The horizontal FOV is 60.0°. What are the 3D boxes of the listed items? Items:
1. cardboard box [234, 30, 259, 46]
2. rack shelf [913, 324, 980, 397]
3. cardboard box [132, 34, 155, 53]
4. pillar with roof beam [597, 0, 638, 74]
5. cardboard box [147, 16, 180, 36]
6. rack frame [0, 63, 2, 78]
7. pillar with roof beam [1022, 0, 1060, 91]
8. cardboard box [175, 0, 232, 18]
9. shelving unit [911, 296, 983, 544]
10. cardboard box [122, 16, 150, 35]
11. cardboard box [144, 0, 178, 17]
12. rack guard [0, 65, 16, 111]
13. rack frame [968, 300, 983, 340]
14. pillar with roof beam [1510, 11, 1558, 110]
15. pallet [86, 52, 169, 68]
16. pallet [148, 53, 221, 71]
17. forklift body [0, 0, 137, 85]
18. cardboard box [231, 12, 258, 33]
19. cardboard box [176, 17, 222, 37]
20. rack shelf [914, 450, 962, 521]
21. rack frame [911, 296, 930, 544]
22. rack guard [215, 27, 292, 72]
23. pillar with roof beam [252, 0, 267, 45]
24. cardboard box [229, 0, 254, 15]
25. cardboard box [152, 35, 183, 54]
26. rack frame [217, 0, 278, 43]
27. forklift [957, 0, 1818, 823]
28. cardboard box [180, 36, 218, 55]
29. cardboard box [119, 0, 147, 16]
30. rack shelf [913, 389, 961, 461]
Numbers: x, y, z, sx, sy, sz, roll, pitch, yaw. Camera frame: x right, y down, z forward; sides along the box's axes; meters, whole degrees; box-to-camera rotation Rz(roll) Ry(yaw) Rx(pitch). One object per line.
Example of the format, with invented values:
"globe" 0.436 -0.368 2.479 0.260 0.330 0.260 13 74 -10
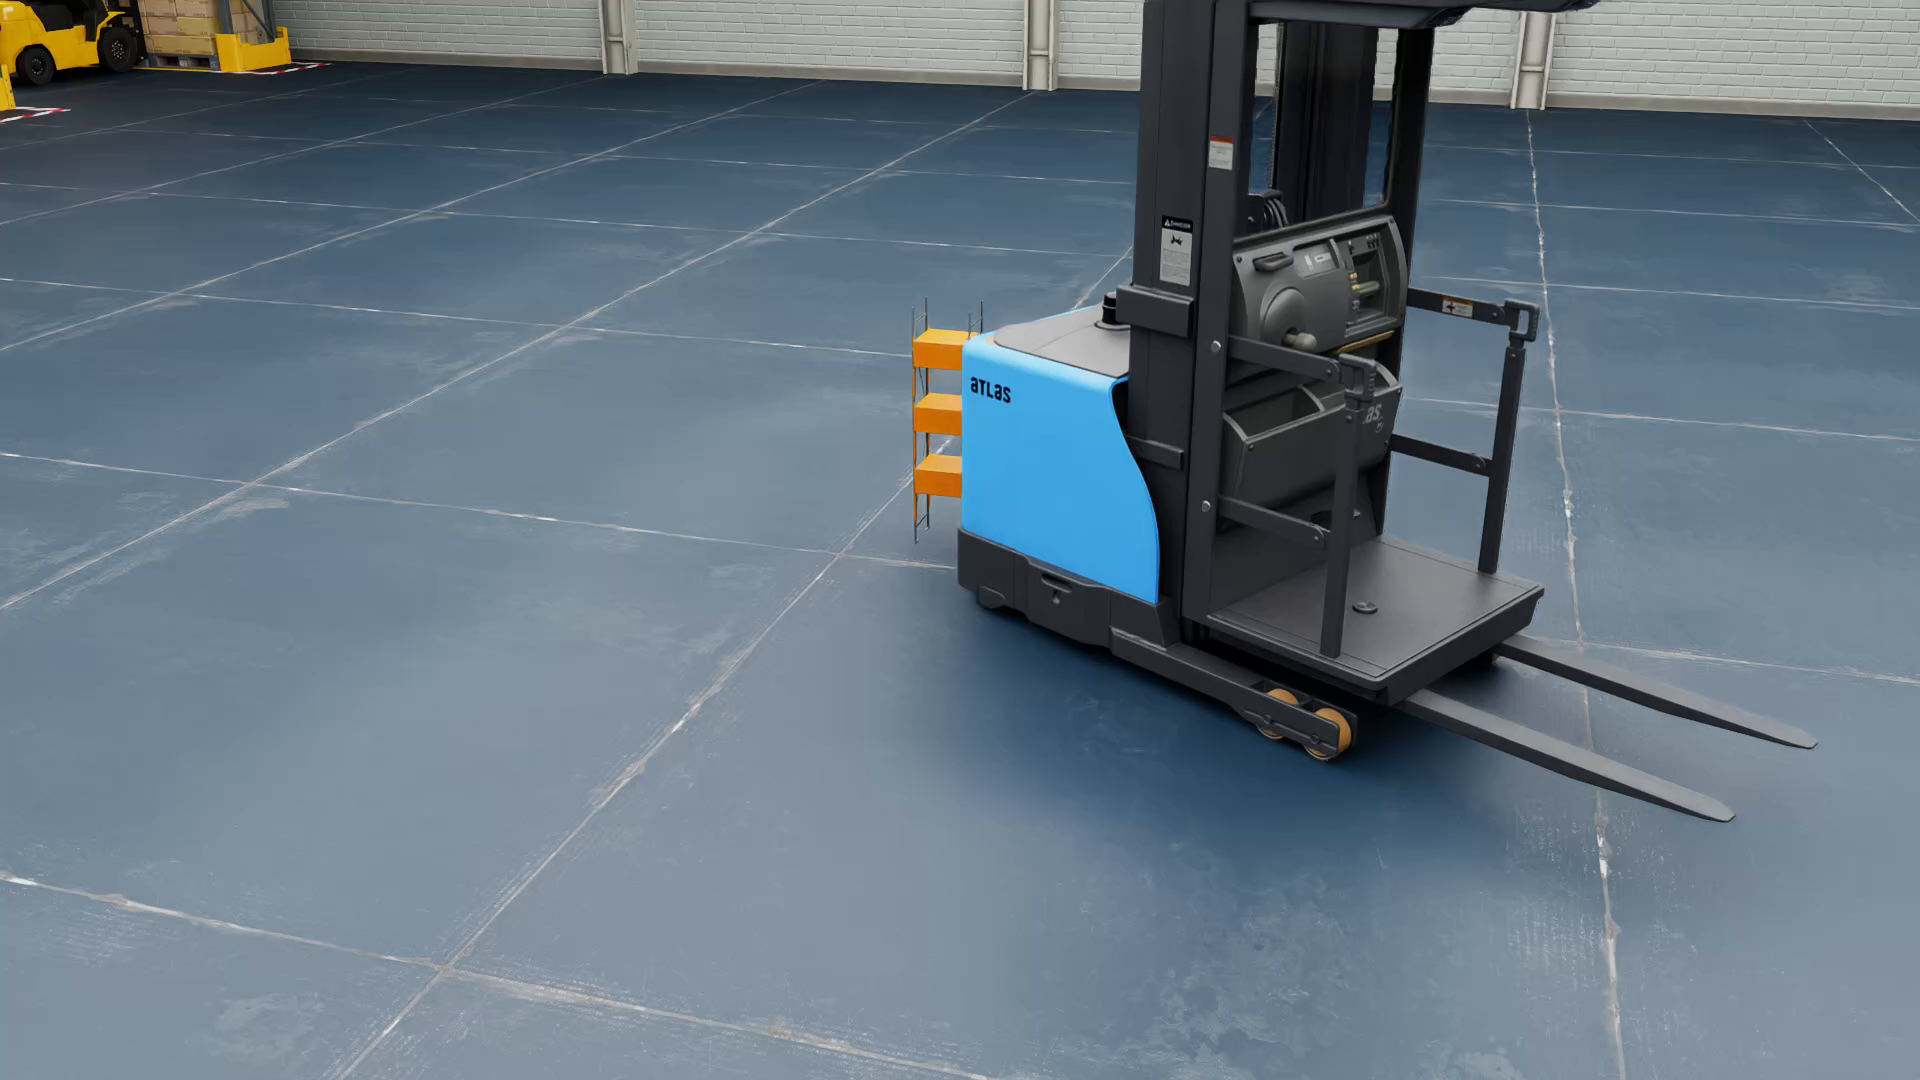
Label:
"cardboard box" -10.458 -7.179 23.889 0.500 0.250 0.500 7 23 16
"rack shelf" -0.051 -0.744 6.981 0.240 0.259 0.215 7 23 16
"cardboard box" -11.535 -7.107 23.713 0.500 0.250 0.500 7 23 16
"pillar with roof beam" -5.950 -9.090 17.572 0.400 9.000 9.100 7 23 16
"cardboard box" -11.077 -7.284 23.487 0.500 0.250 0.500 6 23 15
"rack frame" -11.474 -6.328 18.745 0.127 3.000 1.000 7 23 16
"pillar with roof beam" -0.205 -8.432 15.968 0.400 9.000 9.100 7 23 16
"cardboard box" -10.575 -7.454 23.242 0.500 0.250 0.500 7 23 17
"shelving unit" -0.051 -0.492 7.085 0.252 1.050 0.215 7 23 16
"cardboard box" -11.578 -7.333 23.606 0.500 0.250 0.500 6 23 14
"cardboard box" -11.066 -7.508 23.373 0.500 0.250 0.500 7 23 16
"rack guard" -11.547 -5.180 19.240 0.348 0.500 1.175 7 23 16
"rack frame" 0.066 -0.478 7.052 0.008 1.050 0.200 7 23 16
"pillar with roof beam" 5.539 -7.774 14.365 0.400 9.000 9.100 7 23 16
"pallet" -11.953 -7.045 24.167 1.213 0.211 1.003 7 23 15
"pallet" -10.788 -6.911 23.839 1.213 0.211 1.003 7 23 16
"forklift body" -12.387 -7.284 22.194 1.214 2.155 2.313 7 23 16
"cardboard box" -10.434 -7.413 23.799 0.500 0.250 0.500 7 23 16
"cardboard box" -10.600 -7.225 23.343 0.500 0.250 0.500 6 23 15
"rack shelf" -0.051 -0.225 7.195 0.240 0.259 0.215 7 23 16
"rack frame" -0.168 -0.505 7.118 0.008 1.050 0.200 7 23 16
"rack guard" -10.021 -6.973 23.611 0.348 0.500 1.175 7 23 16
"pillar with roof beam" -11.694 -9.747 19.175 0.400 9.000 9.100 7 23 16
"cardboard box" -10.450 -7.638 23.691 0.500 0.250 0.500 6 23 15
"cardboard box" -11.059 -7.049 23.572 0.500 0.250 0.500 7 23 15
"rack frame" -10.044 -8.132 23.143 0.127 3.000 1.000 7 23 16
"forklift" 1.374 -0.850 5.480 1.130 2.935 3.031 -20 30 -40
"cardboard box" -10.585 -6.991 23.430 0.500 0.250 0.500 7 23 16
"cardboard box" -11.552 -7.560 23.499 0.500 0.250 0.500 7 23 16
"rack shelf" -0.051 -0.482 7.089 0.240 0.259 0.215 7 23 16
